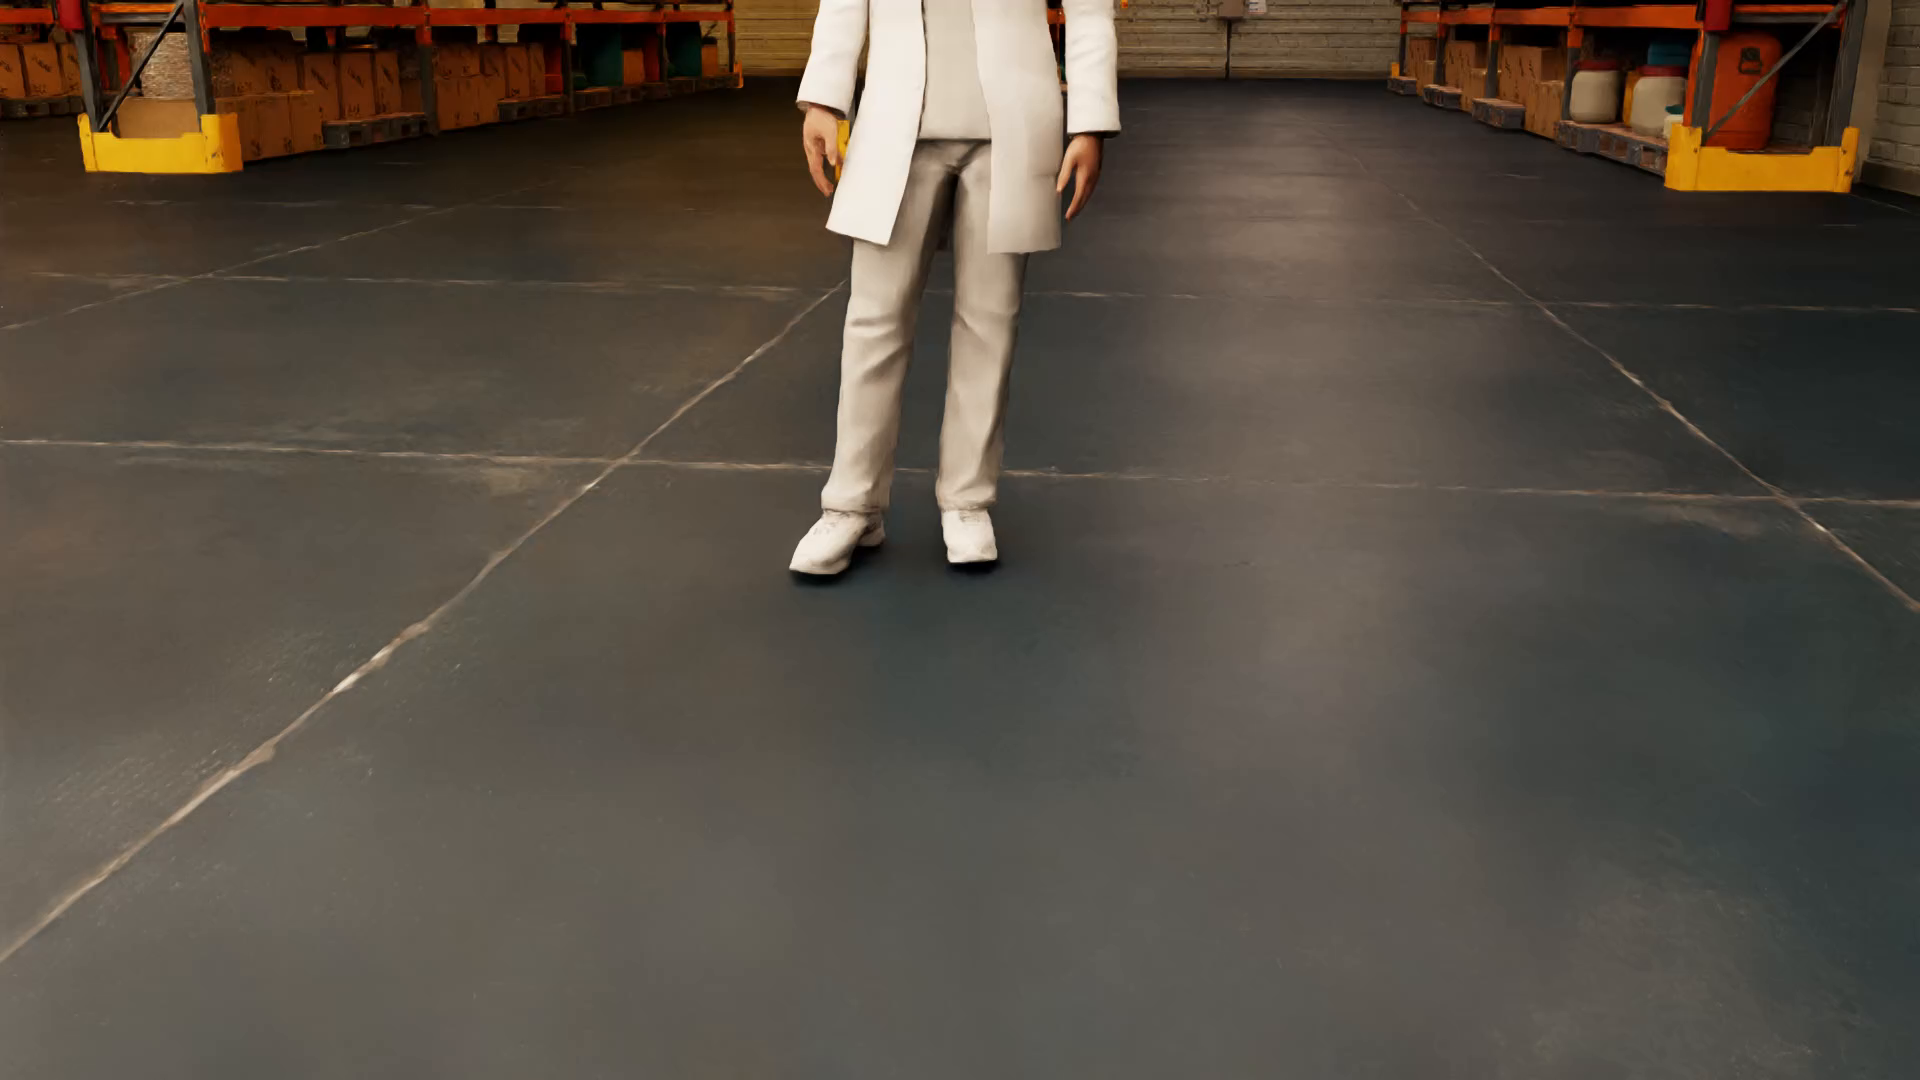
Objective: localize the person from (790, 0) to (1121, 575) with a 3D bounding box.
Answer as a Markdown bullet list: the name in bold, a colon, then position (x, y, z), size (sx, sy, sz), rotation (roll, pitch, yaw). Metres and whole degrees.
- **person**: position (-0.016, -0.828, 3.471), size (0.694, 1.776, 0.579), rotation (2, 18, 7)
